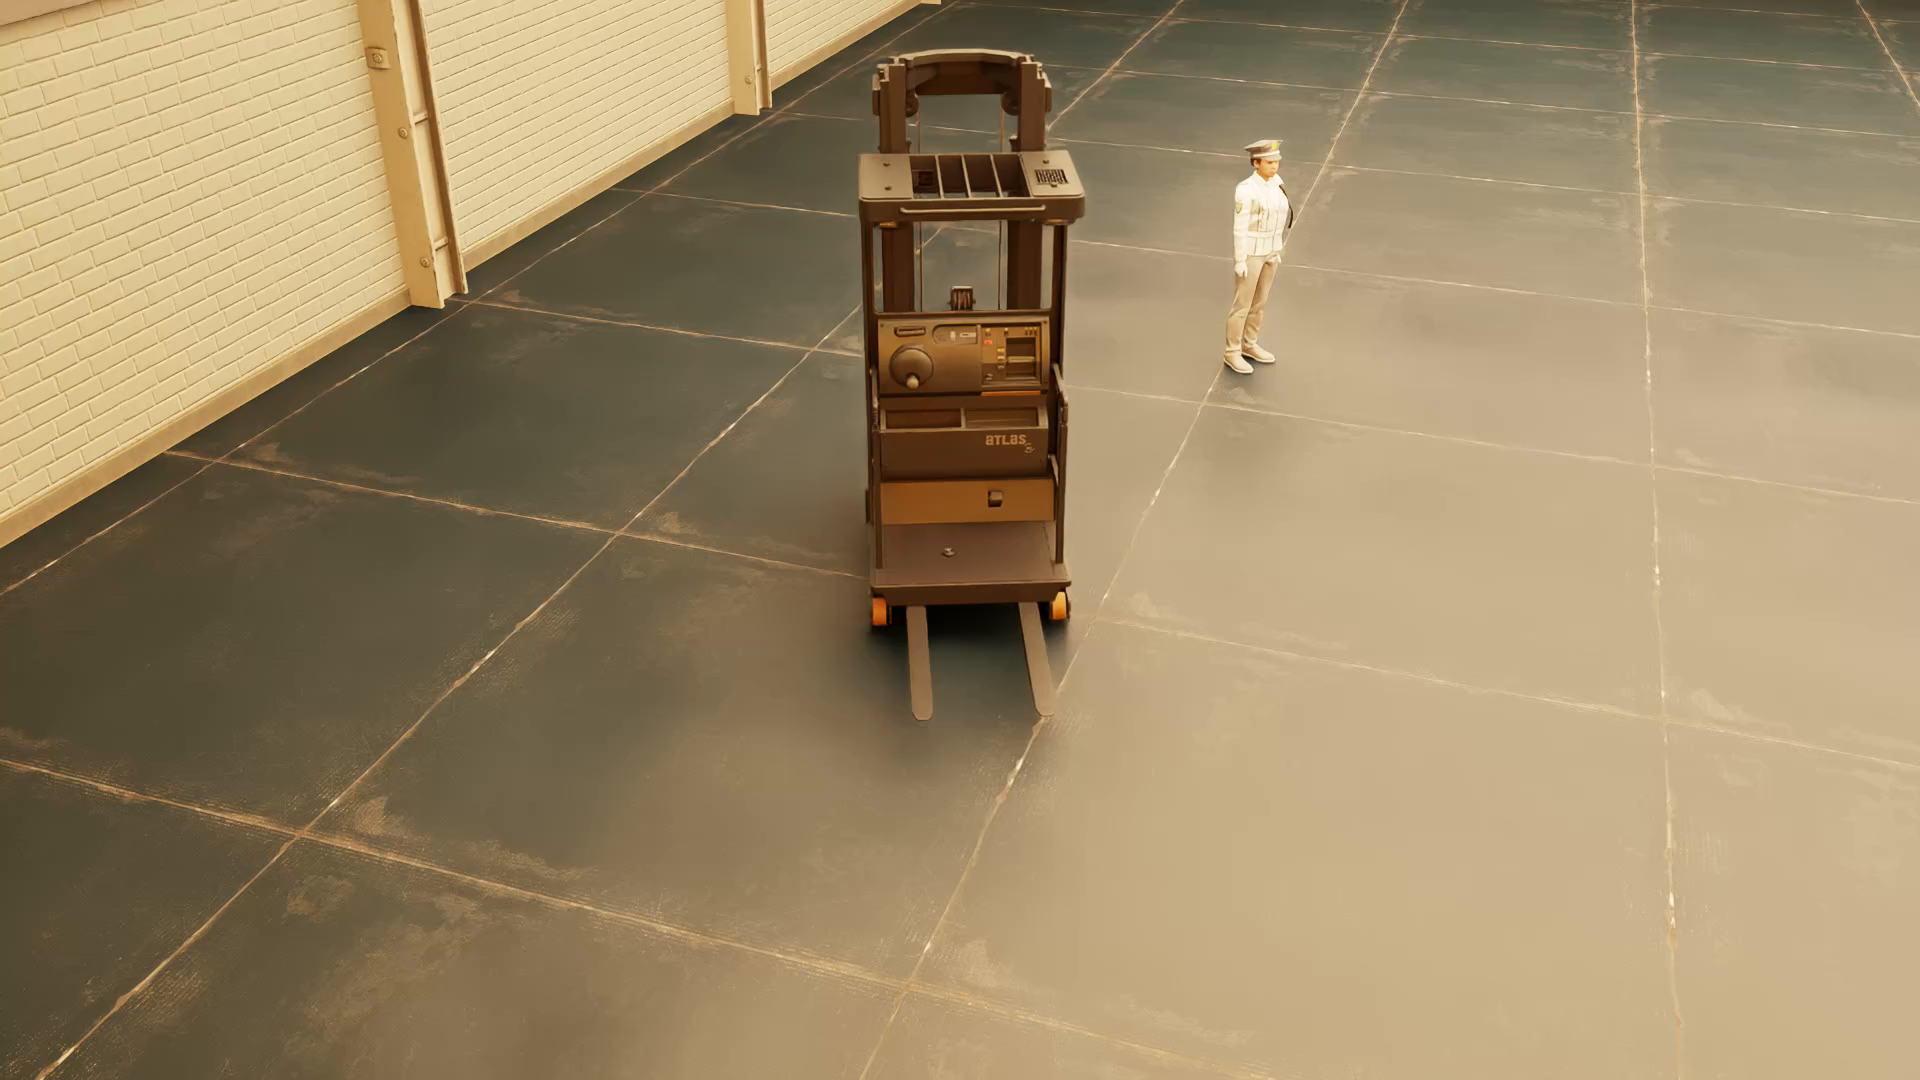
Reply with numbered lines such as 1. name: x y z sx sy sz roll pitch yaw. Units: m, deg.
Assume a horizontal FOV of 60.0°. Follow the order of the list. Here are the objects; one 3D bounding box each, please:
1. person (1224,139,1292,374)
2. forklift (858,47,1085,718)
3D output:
1. person: 2.152 -2.076 12.034 0.463 1.694 0.356 -24 38 -36
2. forklift: 0.035 -0.972 8.842 1.130 2.935 3.031 -2 30 -3
